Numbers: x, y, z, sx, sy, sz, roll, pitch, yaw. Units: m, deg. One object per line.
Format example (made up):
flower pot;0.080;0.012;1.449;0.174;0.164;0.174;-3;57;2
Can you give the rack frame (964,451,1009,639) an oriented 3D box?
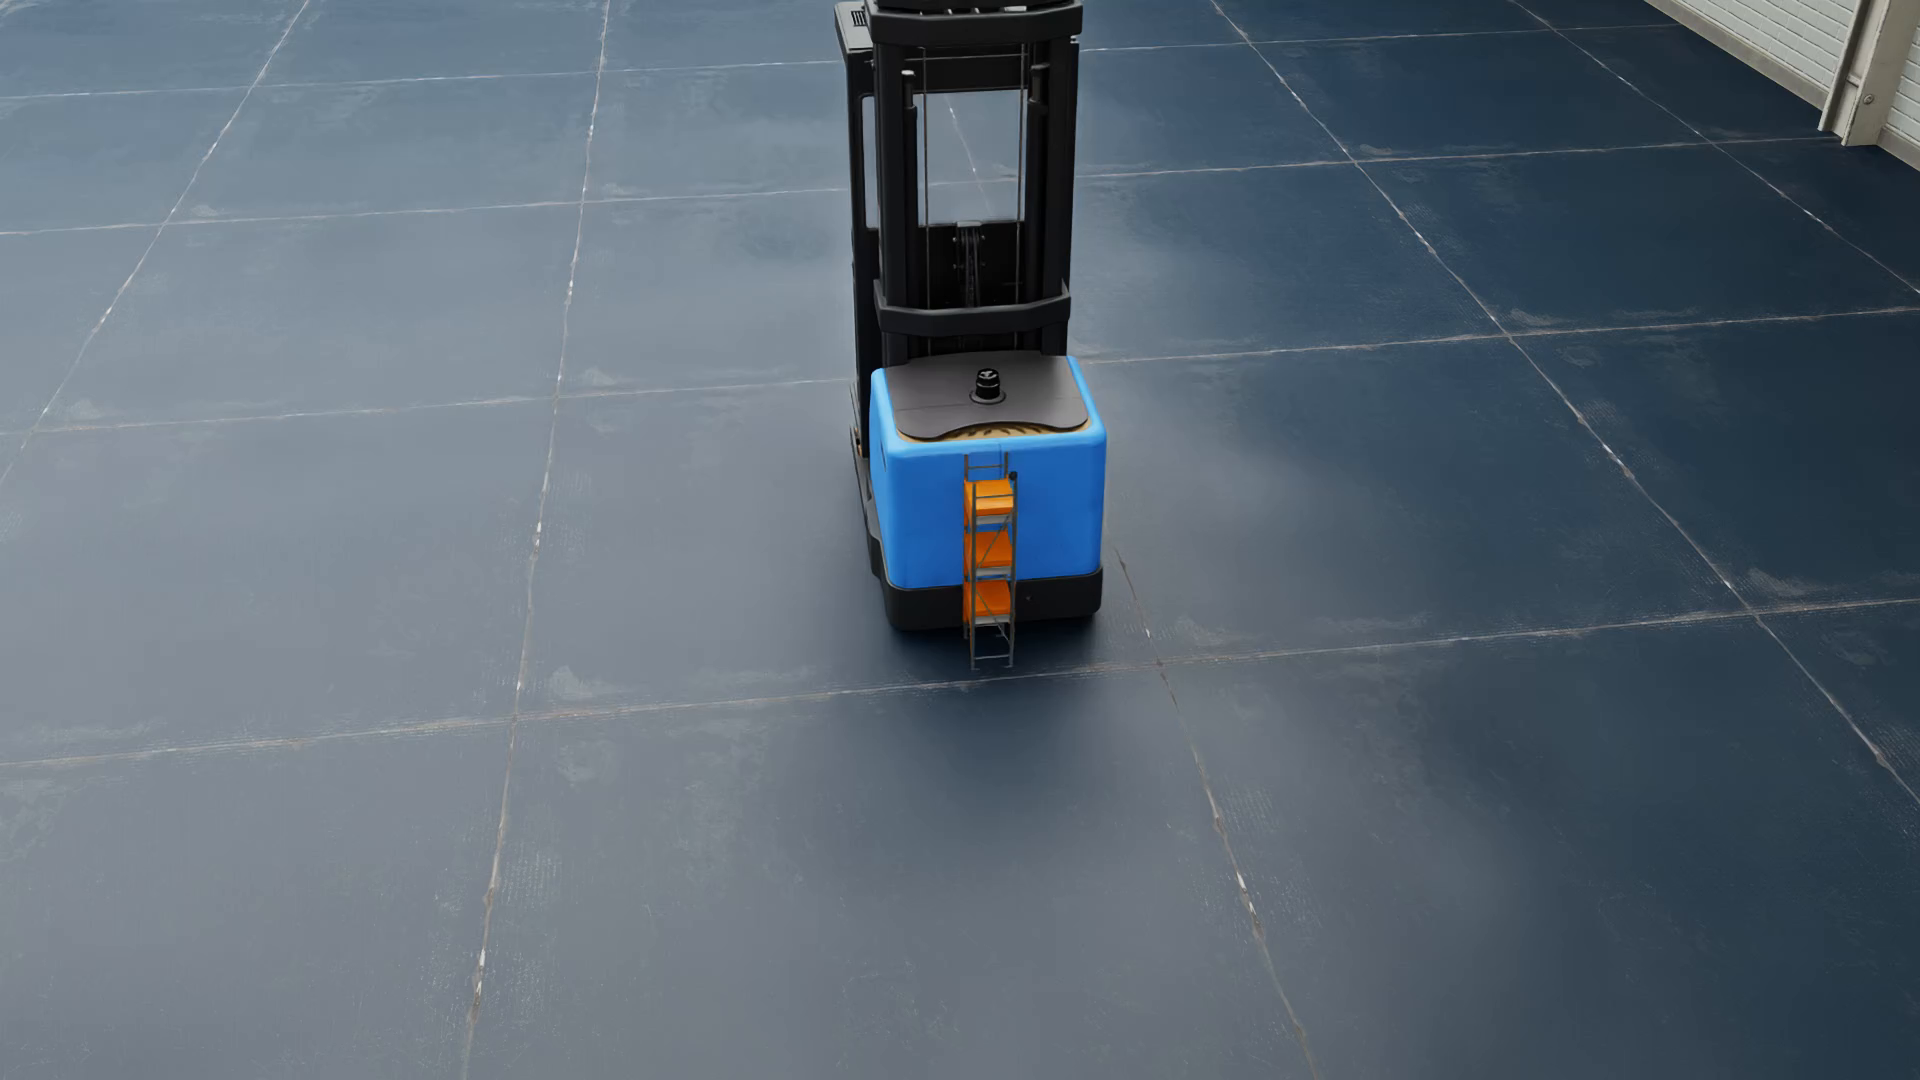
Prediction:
rack frame;0.118;0.040;7.753;0.200;1.050;0.008;-5;35;-7

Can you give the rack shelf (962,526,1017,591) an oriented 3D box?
rack shelf;0.135;0.118;7.660;0.215;0.259;0.240;-5;35;-7

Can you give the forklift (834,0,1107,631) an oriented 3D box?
forklift;-0.024;-1.594;8.486;1.130;2.935;3.031;-4;35;-7

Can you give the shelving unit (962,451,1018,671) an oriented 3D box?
shelving unit;0.135;0.109;7.654;0.215;1.050;0.252;-5;35;-7

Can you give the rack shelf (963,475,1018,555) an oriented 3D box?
rack shelf;0.135;-0.114;7.497;0.215;0.259;0.240;-5;35;-7

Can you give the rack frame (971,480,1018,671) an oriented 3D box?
rack frame;0.152;0.179;7.555;0.200;1.050;0.008;-5;35;-7

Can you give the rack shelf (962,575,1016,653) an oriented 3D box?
rack shelf;0.134;0.345;7.820;0.215;0.259;0.240;-5;35;-7

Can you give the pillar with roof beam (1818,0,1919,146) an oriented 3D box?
pillar with roof beam;2.996;-6.693;10.581;9.100;9.000;0.400;-4;35;-6
